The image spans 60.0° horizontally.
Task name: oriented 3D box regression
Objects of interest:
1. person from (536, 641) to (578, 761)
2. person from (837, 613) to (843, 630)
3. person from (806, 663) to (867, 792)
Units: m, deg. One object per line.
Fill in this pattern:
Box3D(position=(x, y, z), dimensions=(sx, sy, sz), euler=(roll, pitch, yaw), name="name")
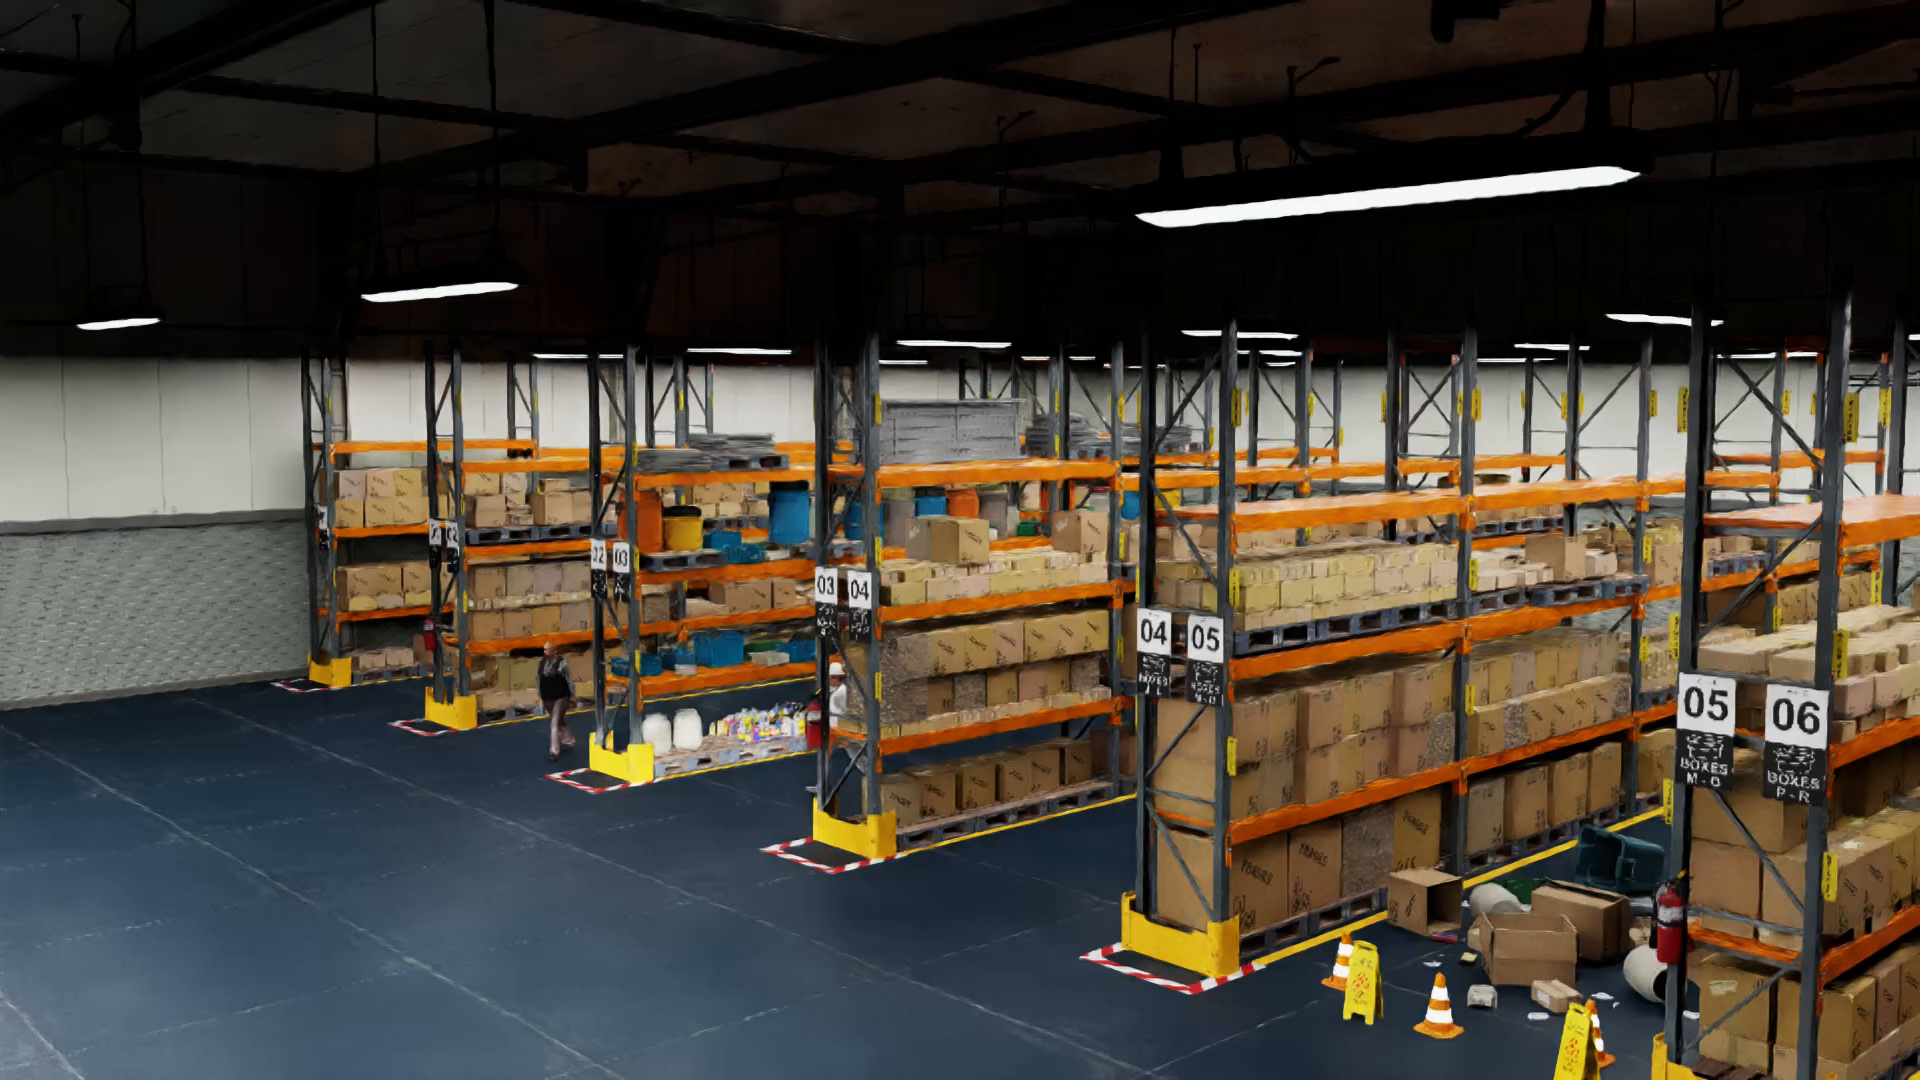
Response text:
Box3D(position=(-5.773, 2.258, 23.676), dimensions=(0.576, 1.678, 0.958), euler=(2, 6, 25), name="person")
Box3D(position=(-2.541, 1.317, 33.436), dimensions=(0.655, 1.785, 0.577), euler=(-1, 5, -10), name="person")
Box3D(position=(-1.481, 2.430, 21.410), dimensions=(0.955, 1.721, 0.574), euler=(-2, 5, -22), name="person")
